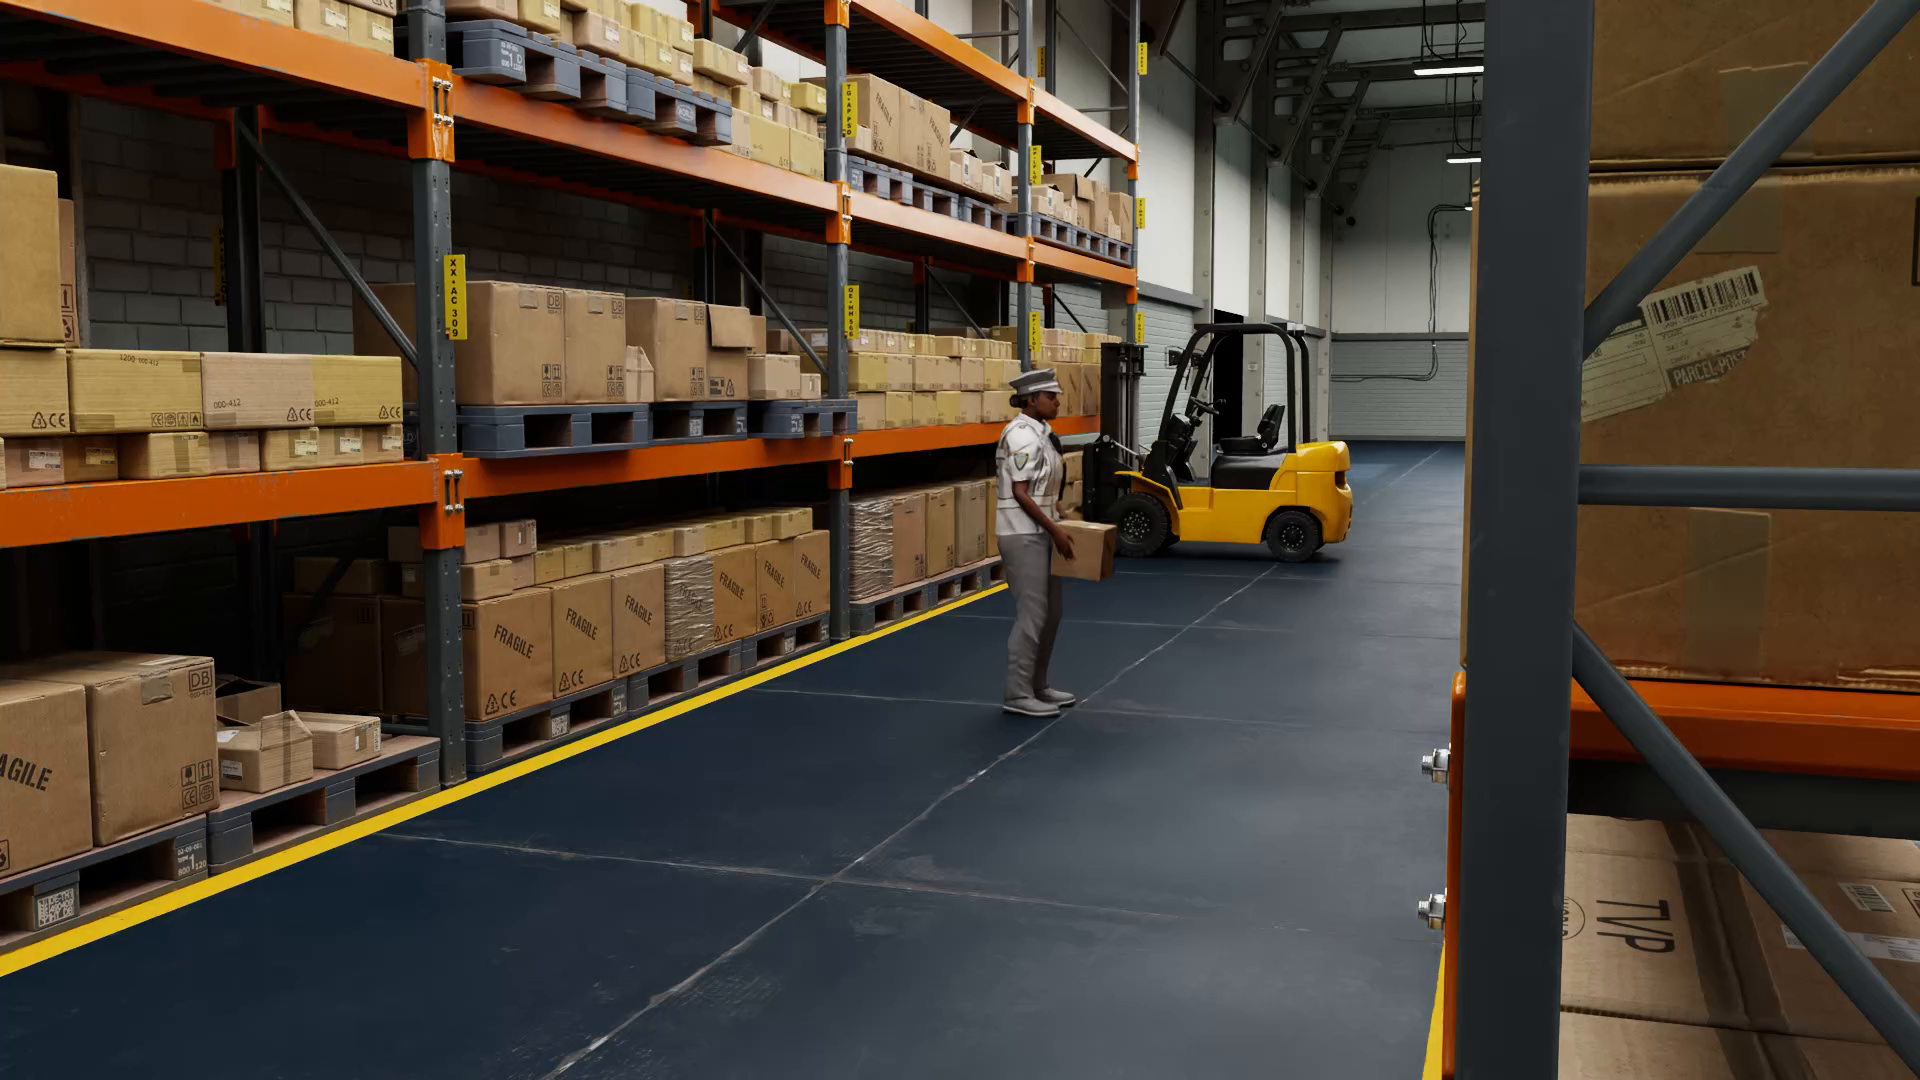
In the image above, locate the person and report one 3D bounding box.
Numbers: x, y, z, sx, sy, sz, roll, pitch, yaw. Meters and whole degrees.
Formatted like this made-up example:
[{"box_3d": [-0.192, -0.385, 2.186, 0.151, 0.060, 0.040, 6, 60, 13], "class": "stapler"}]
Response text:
[{"box_3d": [0.394, -0.004, 8.154, 0.429, 1.684, 0.479, 2, 6, 19], "class": "person"}]
